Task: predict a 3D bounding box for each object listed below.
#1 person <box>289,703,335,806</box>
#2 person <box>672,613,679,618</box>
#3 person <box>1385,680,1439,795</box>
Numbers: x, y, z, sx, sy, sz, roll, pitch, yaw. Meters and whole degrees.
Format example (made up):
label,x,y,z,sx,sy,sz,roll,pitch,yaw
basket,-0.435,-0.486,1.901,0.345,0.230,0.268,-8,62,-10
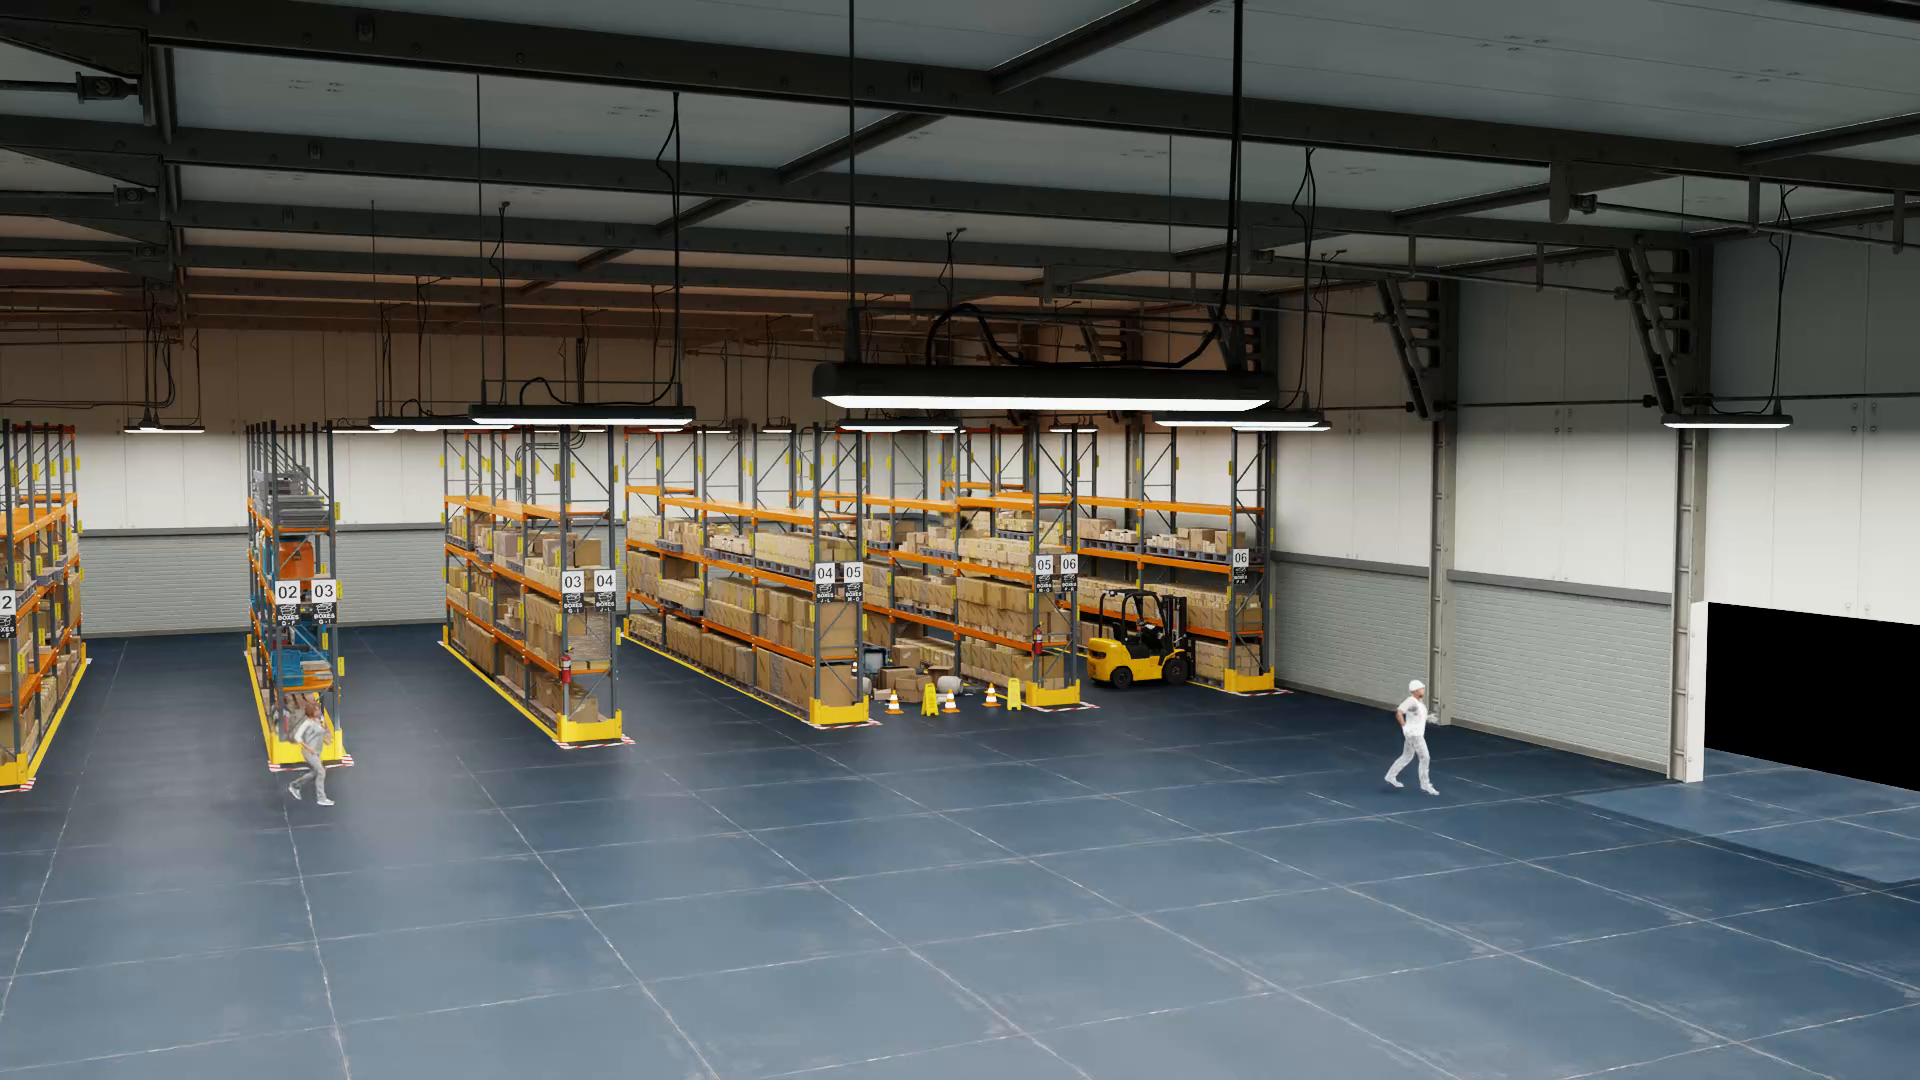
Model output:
label,x,y,z,sx,sy,sz,roll,pitch,yaw
person,-10.061,3.317,25.733,0.750,1.586,0.558,0,4,2
person,-8.236,1.848,48.888,0.651,1.690,0.672,3,5,39
person,7.279,3.154,26.746,0.860,1.817,0.668,1,4,15
